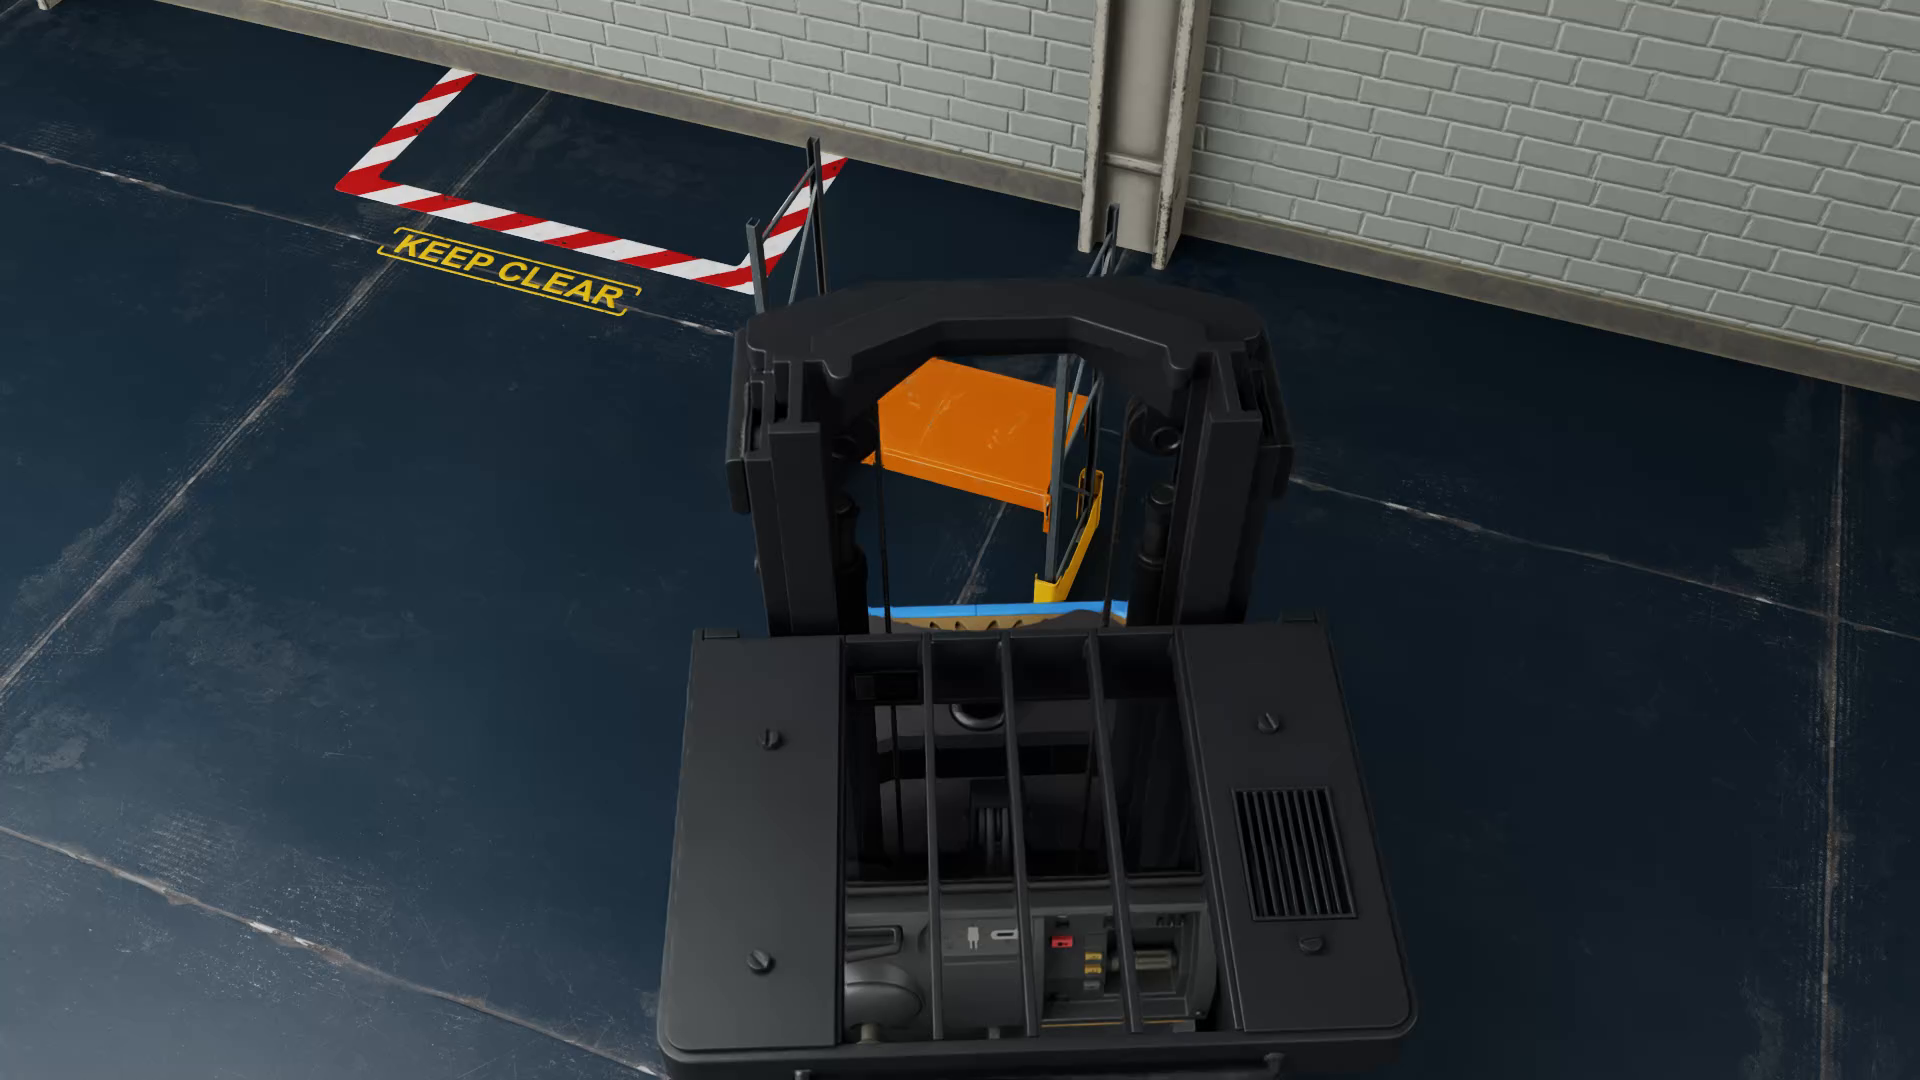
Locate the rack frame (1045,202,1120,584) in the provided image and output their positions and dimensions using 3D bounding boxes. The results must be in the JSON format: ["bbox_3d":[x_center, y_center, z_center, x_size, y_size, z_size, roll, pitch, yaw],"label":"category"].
[{"bbox_3d":[0.397,-0.380,5.587,0.032,1.500,0.500,16,51,13],"label":"rack frame"}]

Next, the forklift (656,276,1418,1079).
[{"bbox_3d":[0.098,1.039,3.410,1.130,2.935,3.031,-2,49,-1],"label":"forklift"}]

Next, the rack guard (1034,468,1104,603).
[{"bbox_3d":[0.396,0.029,6.060,0.087,0.250,0.587,16,51,13],"label":"rack guard"}]

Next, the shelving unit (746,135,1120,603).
[{"bbox_3d":[-0.072,-0.511,5.701,1.083,1.500,0.587,16,51,13],"label":"shelving unit"}]

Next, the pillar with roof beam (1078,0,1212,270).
[{"bbox_3d":[-0.732,-1.236,1.366,0.400,9.000,9.100,16,51,13],"label":"pillar with roof beam"}]

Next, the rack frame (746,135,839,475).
[{"bbox_3d":[-0.557,-0.647,5.818,0.032,1.500,0.500,16,51,13],"label":"rack frame"}]

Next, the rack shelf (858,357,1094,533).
[{"bbox_3d":[-0.080,-0.396,5.839,1.000,0.185,0.538,16,51,13],"label":"rack shelf"}]
